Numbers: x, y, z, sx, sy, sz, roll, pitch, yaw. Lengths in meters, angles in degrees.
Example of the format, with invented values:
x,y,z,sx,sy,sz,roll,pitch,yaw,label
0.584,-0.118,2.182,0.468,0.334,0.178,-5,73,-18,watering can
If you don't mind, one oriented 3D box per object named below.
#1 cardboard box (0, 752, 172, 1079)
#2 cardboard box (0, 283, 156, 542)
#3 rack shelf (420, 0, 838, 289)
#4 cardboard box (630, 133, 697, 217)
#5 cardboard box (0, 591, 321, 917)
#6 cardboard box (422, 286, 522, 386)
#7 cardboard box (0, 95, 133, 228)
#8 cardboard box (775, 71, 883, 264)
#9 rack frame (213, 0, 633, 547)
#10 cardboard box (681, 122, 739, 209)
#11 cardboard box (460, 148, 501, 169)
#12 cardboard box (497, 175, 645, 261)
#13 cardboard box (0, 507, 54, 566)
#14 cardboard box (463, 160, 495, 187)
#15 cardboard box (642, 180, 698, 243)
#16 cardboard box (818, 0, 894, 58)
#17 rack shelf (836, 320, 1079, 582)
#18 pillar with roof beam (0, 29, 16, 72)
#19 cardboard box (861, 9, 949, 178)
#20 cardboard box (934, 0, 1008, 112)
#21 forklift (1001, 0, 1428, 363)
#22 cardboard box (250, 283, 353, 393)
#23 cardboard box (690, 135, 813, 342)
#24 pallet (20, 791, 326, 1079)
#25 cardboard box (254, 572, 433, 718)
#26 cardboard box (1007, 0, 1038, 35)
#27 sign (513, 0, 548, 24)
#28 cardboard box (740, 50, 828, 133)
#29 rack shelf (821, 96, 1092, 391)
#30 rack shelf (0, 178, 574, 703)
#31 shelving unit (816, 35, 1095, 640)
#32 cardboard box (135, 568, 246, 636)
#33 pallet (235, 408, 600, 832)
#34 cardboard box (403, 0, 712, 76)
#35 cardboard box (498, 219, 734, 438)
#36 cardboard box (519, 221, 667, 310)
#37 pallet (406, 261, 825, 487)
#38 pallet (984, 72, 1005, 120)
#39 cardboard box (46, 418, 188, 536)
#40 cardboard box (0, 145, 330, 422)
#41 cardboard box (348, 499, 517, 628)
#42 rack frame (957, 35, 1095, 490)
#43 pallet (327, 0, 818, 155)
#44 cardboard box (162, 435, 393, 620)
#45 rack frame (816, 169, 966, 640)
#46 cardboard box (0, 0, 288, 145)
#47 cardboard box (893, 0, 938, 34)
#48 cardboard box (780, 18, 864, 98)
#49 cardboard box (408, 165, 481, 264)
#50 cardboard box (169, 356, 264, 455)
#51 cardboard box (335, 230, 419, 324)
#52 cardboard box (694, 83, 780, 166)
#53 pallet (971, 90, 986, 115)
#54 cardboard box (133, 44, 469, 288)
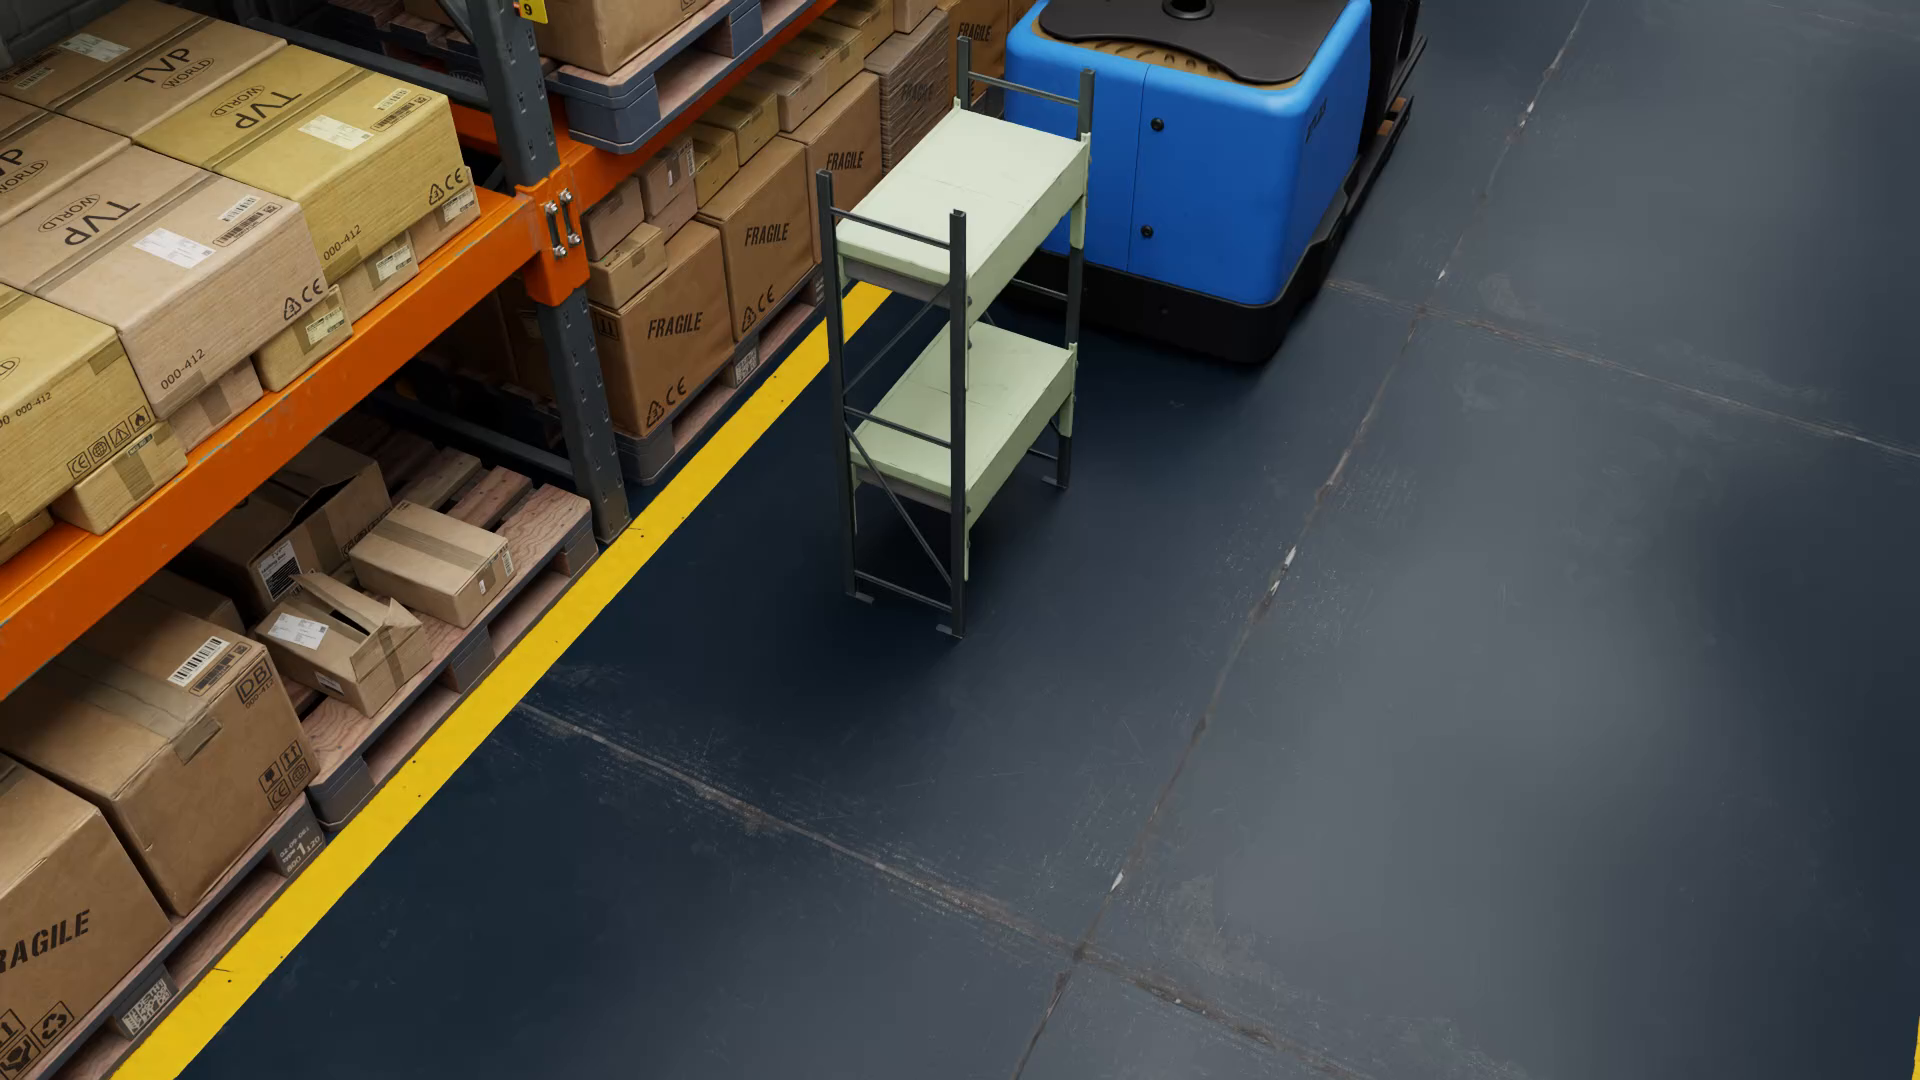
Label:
x,y,z,sx,sy,sz,roll,pitch,yaw,label
-2.240,0.834,3.779,0.500,0.500,0.500,21,49,20,cardboard box
-1.999,-0.257,3.292,0.500,0.250,0.500,20,49,19,cardboard box
-0.588,-2.244,5.865,1.077,0.370,4.000,20,49,19,rack shelf
-1.036,-1.156,5.081,0.380,0.149,0.250,18,48,17,cardboard box
-2.092,0.480,4.129,0.700,0.500,0.500,19,48,18,cardboard box
-1.551,-0.913,5.506,0.500,0.500,0.500,20,49,19,cardboard box
-2.212,-0.748,3.776,0.500,0.250,0.500,20,49,19,cardboard box
-0.619,-1.388,5.975,0.500,0.500,0.500,19,48,18,cardboard box
-1.516,-1.237,4.364,1.000,3.000,0.127,20,49,19,rack frame
-0.945,-1.238,5.370,0.380,0.149,0.250,18,48,17,cardboard box
-1.484,-1.229,5.361,0.380,0.149,0.250,20,49,19,cardboard box
-1.168,-0.997,4.923,0.380,0.149,0.250,20,49,18,cardboard box
-2.100,-0.069,3.386,0.380,0.149,0.250,21,49,20,cardboard box
-1.601,-1.061,5.196,0.380,0.149,0.250,19,48,18,cardboard box
-1.054,-1.072,5.207,0.380,0.149,0.250,19,48,18,cardboard box
-0.464,-1.895,6.020,0.380,0.149,0.250,21,49,19,cardboard box
0.003,-0.302,4.953,0.431,0.370,0.720,20,49,19,rack shelf
1.175,-1.783,0.686,9.100,9.000,0.400,20,49,19,pillar with roof beam
-0.372,-1.713,6.296,0.500,0.500,0.500,19,48,18,cardboard box
-0.148,-2.046,6.625,0.500,0.500,0.500,22,49,21,cardboard box
1.219,-2.699,5.856,1.130,2.935,3.031,19,48,17,forklift
-1.642,-0.522,3.833,0.380,0.149,0.250,22,49,20,cardboard box
-0.854,-1.075,5.666,0.500,0.500,0.500,20,49,19,cardboard box
-2.401,0.947,4.166,1.003,0.211,1.213,20,49,19,pallet
-1.681,0.249,4.522,0.396,0.266,0.258,22,49,20,cardboard box
0.093,-2.377,6.952,0.500,0.500,0.500,20,49,18,cardboard box
-1.032,-1.367,3.883,0.100,0.325,0.005,20,49,19,sign
-0.681,-1.560,5.689,0.380,0.149,0.250,20,49,19,cardboard box
0.003,-0.806,4.443,0.431,0.370,0.720,20,49,19,rack shelf
-2.445,0.276,3.374,1.077,0.370,4.000,20,49,19,rack shelf
0.003,-0.531,4.721,0.431,1.500,0.755,20,49,19,shelving unit
-2.234,0.229,4.624,0.380,0.149,0.250,20,49,19,cardboard box
-1.836,0.176,4.928,1.003,0.211,1.213,20,49,19,pallet
-1.094,-1.651,4.407,0.700,0.500,0.500,22,49,20,cardboard box
-1.093,-0.736,5.331,0.500,0.500,0.500,22,49,21,cardboard box
-1.114,-0.872,5.009,0.380,0.149,0.250,23,50,21,cardboard box
-1.172,-0.782,5.874,1.003,0.211,1.213,20,49,19,pallet
-0.040,-2.319,7.393,1.003,0.211,1.213,20,49,19,pallet
-1.881,-0.195,3.510,0.380,0.149,0.250,20,49,18,cardboard box
-1.756,-0.567,3.598,0.500,0.250,0.500,21,49,19,cardboard box
-1.515,0.065,4.786,0.380,0.149,0.250,19,48,18,cardboard box
0.173,-0.762,4.949,0.400,1.500,0.023,20,49,19,rack frame
-1.049,-1.637,4.894,1.003,0.211,1.213,20,49,19,pallet
-2.033,-0.101,4.836,0.500,0.311,0.500,22,49,20,cardboard box
-0.167,-0.301,4.493,0.400,1.500,0.023,20,49,19,rack frame
-1.986,-1.066,4.091,0.500,0.250,0.500,20,49,19,cardboard box
-0.305,-2.033,6.157,0.380,0.149,0.250,18,48,17,cardboard box
-0.564,-1.715,5.843,0.380,0.149,0.250,22,49,20,cardboard box
-1.441,-0.864,4.172,0.380,0.149,0.250,21,49,20,cardboard box
-1.787,-0.365,3.679,0.380,0.149,0.250,22,49,20,cardboard box
-1.542,-0.693,4.003,0.380,0.149,0.250,22,49,20,cardboard box
-0.830,-1.415,5.545,0.380,0.149,0.250,20,49,18,cardboard box
-0.607,-1.553,6.637,1.003,0.211,1.213,20,49,19,pallet
-1.537,-0.888,3.915,0.500,0.250,0.500,22,49,20,cardboard box
